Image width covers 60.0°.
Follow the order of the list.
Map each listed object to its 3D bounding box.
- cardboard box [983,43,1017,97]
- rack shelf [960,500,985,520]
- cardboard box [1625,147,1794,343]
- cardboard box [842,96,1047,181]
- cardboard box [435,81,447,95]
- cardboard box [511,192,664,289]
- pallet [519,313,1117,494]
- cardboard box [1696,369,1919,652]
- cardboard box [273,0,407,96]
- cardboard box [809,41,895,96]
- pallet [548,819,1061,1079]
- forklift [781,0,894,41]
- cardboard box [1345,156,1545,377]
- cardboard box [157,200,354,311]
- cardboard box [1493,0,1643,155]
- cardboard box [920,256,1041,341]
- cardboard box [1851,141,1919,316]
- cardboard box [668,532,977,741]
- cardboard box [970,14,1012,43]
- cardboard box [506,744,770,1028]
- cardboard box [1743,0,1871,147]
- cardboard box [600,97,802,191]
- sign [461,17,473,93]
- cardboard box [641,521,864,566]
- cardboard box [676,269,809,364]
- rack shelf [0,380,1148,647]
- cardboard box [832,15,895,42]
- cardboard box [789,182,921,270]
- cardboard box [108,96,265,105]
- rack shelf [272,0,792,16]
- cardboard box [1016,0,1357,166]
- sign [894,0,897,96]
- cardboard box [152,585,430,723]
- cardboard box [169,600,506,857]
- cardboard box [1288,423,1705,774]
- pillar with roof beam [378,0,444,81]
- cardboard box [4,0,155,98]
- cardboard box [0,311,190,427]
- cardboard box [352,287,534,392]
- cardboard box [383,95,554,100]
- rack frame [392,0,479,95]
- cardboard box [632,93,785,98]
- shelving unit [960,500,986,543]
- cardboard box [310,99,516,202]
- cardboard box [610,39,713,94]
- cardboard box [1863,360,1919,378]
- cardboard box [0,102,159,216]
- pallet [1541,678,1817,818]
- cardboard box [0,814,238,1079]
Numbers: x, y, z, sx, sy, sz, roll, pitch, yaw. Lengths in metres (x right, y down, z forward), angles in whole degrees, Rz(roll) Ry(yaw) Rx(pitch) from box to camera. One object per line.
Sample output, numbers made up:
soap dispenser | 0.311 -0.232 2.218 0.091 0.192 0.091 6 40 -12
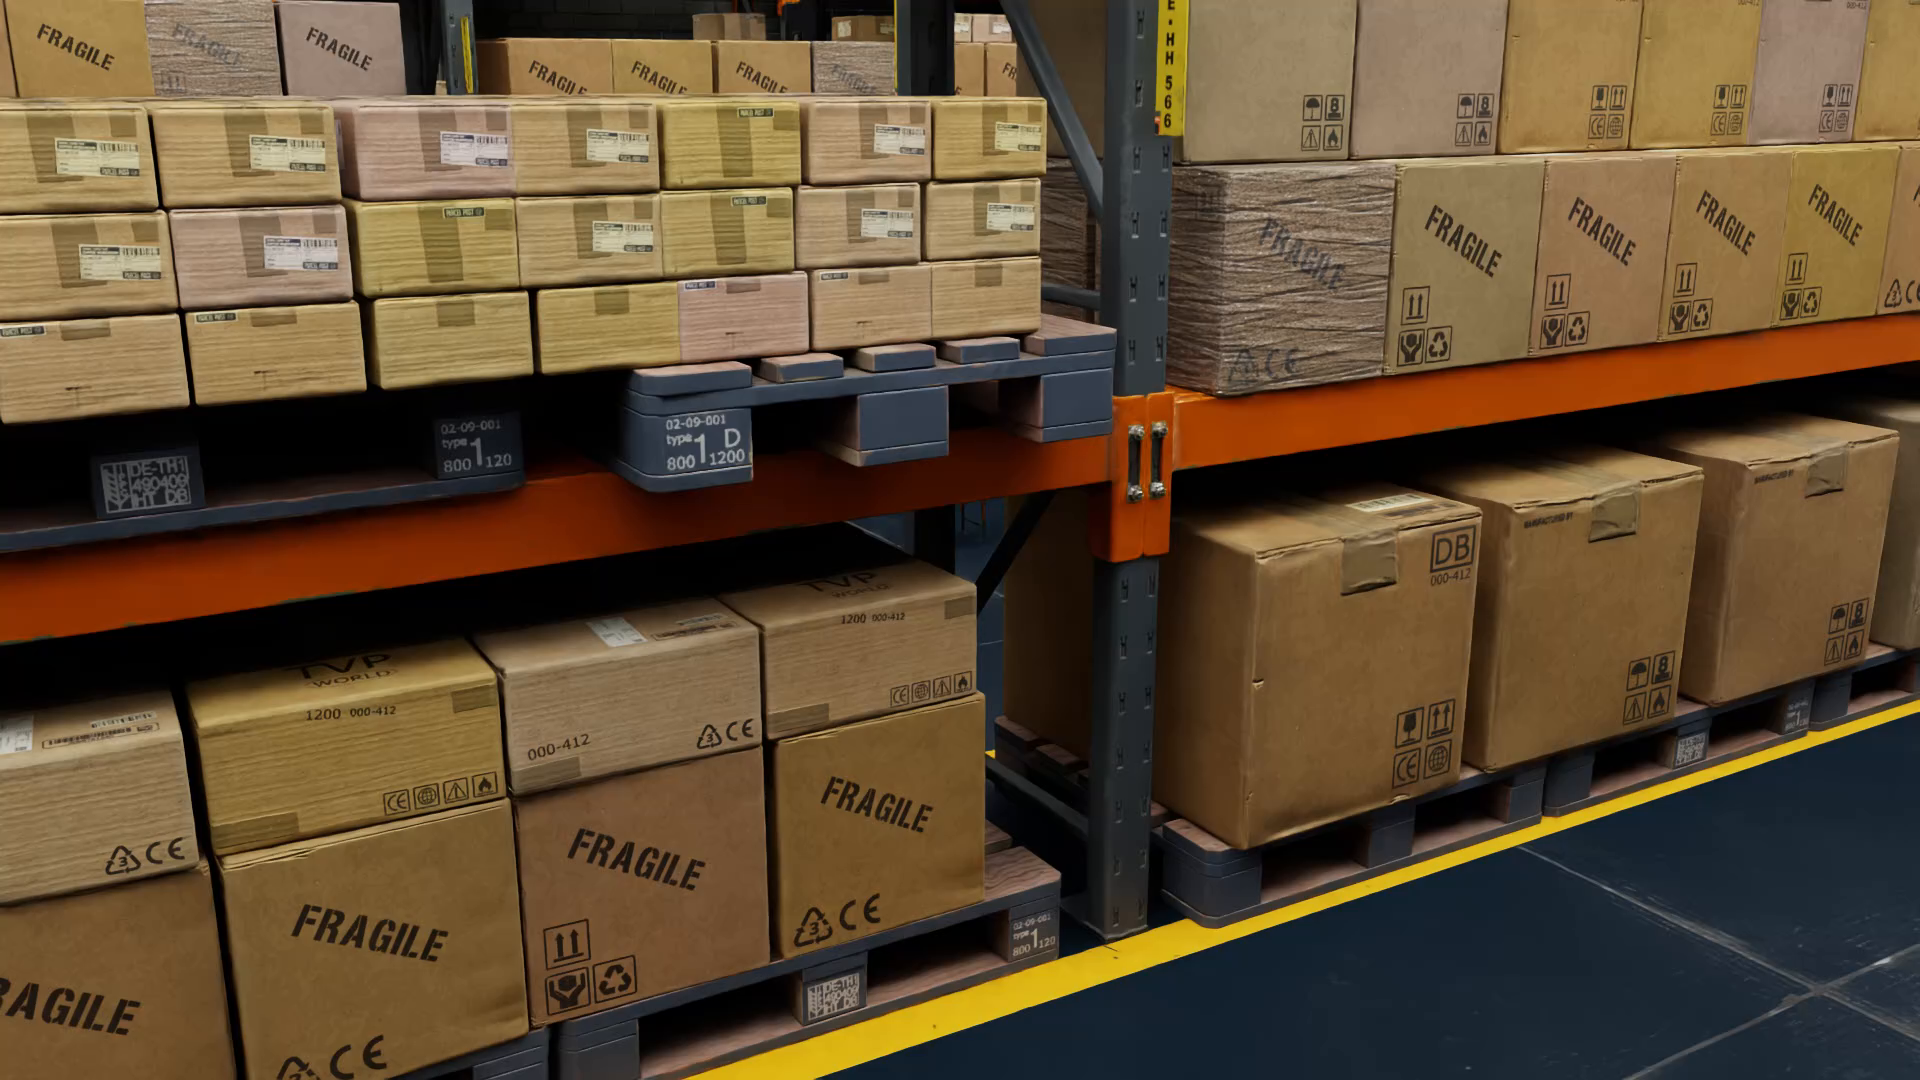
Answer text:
cardboard box | 0.236 -2.497 9.247 0.500 0.500 0.500 -9 18 -29
rack shelf | -0.046 -0.220 7.319 0.240 0.259 0.215 -9 18 -30
cardboard box | 1.964 -0.861 4.740 0.500 0.500 0.500 -9 18 -30
cardboard box | -0.039 -0.797 3.280 0.250 0.149 0.380 -10 19 -32
cardboard box | -3.972 -3.337 12.371 0.250 0.149 0.380 -9 18 -29
cardboard box | -0.710 -0.544 2.930 0.250 0.149 0.380 -9 18 -30
pallet | -0.411 -0.387 3.589 1.003 0.211 1.213 -9 18 -30
cardboard box | 3.088 -0.171 5.853 0.750 0.750 1.050 -9 18 -30
cardboard box | -2.799 -2.132 7.419 0.500 0.500 0.500 -10 18 -31
cardboard box | -0.658 -2.354 8.736 0.500 0.500 0.500 -10 19 -32
pallet | -0.525 0.848 3.994 1.213 0.211 1.003 -9 18 -30
forklift | -0.765 -2.976 12.597 1.130 2.935 3.031 -2 16 -7
cardboard box | 1.104 -0.723 4.245 0.500 0.500 0.500 -9 18 -30
cardboard box | -1.148 -0.474 2.679 0.250 0.149 0.380 -9 18 -28
cardboard box | 1.407 -1.335 4.578 0.500 0.500 0.700 -10 18 -31
cardboard box | -0.041 -0.509 3.357 0.250 0.149 0.380 -9 18 -29
cardboard box | 2.831 -1.003 5.244 0.500 0.500 0.500 -9 18 -30
cardboard box | -0.306 0.193 3.628 0.500 0.250 0.500 -10 18 -31
cardboard box | 0.075 -2.781 9.057 0.250 0.149 0.380 -10 18 -31
cardboard box | -0.731 0.622 3.488 0.500 0.500 0.500 -8 18 -27
cardboard box | 2.278 -1.476 5.081 0.500 0.500 0.700 -9 18 -29
cardboard box | -0.480 -0.726 3.027 0.250 0.149 0.380 -9 18 -28
sign | -2.202 -2.164 7.427 0.005 0.325 0.100 -9 18 -30
cardboard box | -0.570 0.077 4.042 0.500 0.250 0.500 -10 19 -32
cardboard box | -0.475 -0.440 3.108 0.250 0.149 0.380 -9 18 -29
rack shelf | -1.569 0.021 3.109 4.000 0.370 1.077 -9 18 -30
cardboard box | -0.525 -2.838 9.260 0.250 0.149 0.380 -8 18 -27
cardboard box | -0.271 -0.616 3.187 0.250 0.149 0.380 -8 18 -28
cardboard box | -1.476 -0.768 3.179 0.250 0.149 0.380 -9 18 -28
rack shelf | -3.336 -4.258 12.819 4.000 0.370 1.077 -9 18 -30
cardboard box | 0.535 -1.193 4.070 0.500 0.500 0.700 -9 18 -30
sign | -0.143 -1.289 4.304 0.005 0.325 0.100 -9 18 -30
cardboard box | -1.436 0.213 3.555 0.500 0.250 0.500 -9 18 -29
cardboard box | -1.177 0.333 3.130 0.500 0.250 0.500 -9 18 -28
cardboard box | 1.461 0.092 4.915 0.750 0.750 1.050 -9 18 -29
pillar with roof beam | -2.180 -5.165 9.162 0.400 9.000 9.100 -9 18 -30
cardboard box | -3.664 -1.991 6.917 0.500 0.500 0.500 -9 18 -30
cardboard box | -1.375 -0.294 2.588 0.250 0.149 0.380 -10 19 -32
cardboard box | -0.920 -0.368 2.852 0.250 0.149 0.380 -10 19 -32
cardboard box | -1.019 -0.844 3.447 0.250 0.149 0.380 -10 19 -32
rack frame | -2.490 -1.734 8.040 0.127 3.000 1.000 -9 18 -30
cardboard box | -0.579 -0.913 3.696 0.250 0.149 0.380 -10 18 -31
shelving unit | -0.046 -0.498 7.242 0.252 1.050 0.215 -9 18 -30
cardboard box | -0.916 -0.656 2.777 0.250 0.149 0.380 -9 18 -30
cardboard box | -1.543 -2.211 8.226 0.500 0.500 0.500 -8 18 -27
cardboard box | 4.149 -0.410 6.472 0.875 0.875 0.875 -9 18 -29
cardboard box | -1.372 -0.581 2.512 0.250 0.149 0.380 -9 18 -28
pallet | 1.905 0.479 5.310 1.213 0.211 1.003 -9 18 -30
cardboard box | -1.619 0.763 2.983 0.500 0.500 0.500 -9 18 -29
